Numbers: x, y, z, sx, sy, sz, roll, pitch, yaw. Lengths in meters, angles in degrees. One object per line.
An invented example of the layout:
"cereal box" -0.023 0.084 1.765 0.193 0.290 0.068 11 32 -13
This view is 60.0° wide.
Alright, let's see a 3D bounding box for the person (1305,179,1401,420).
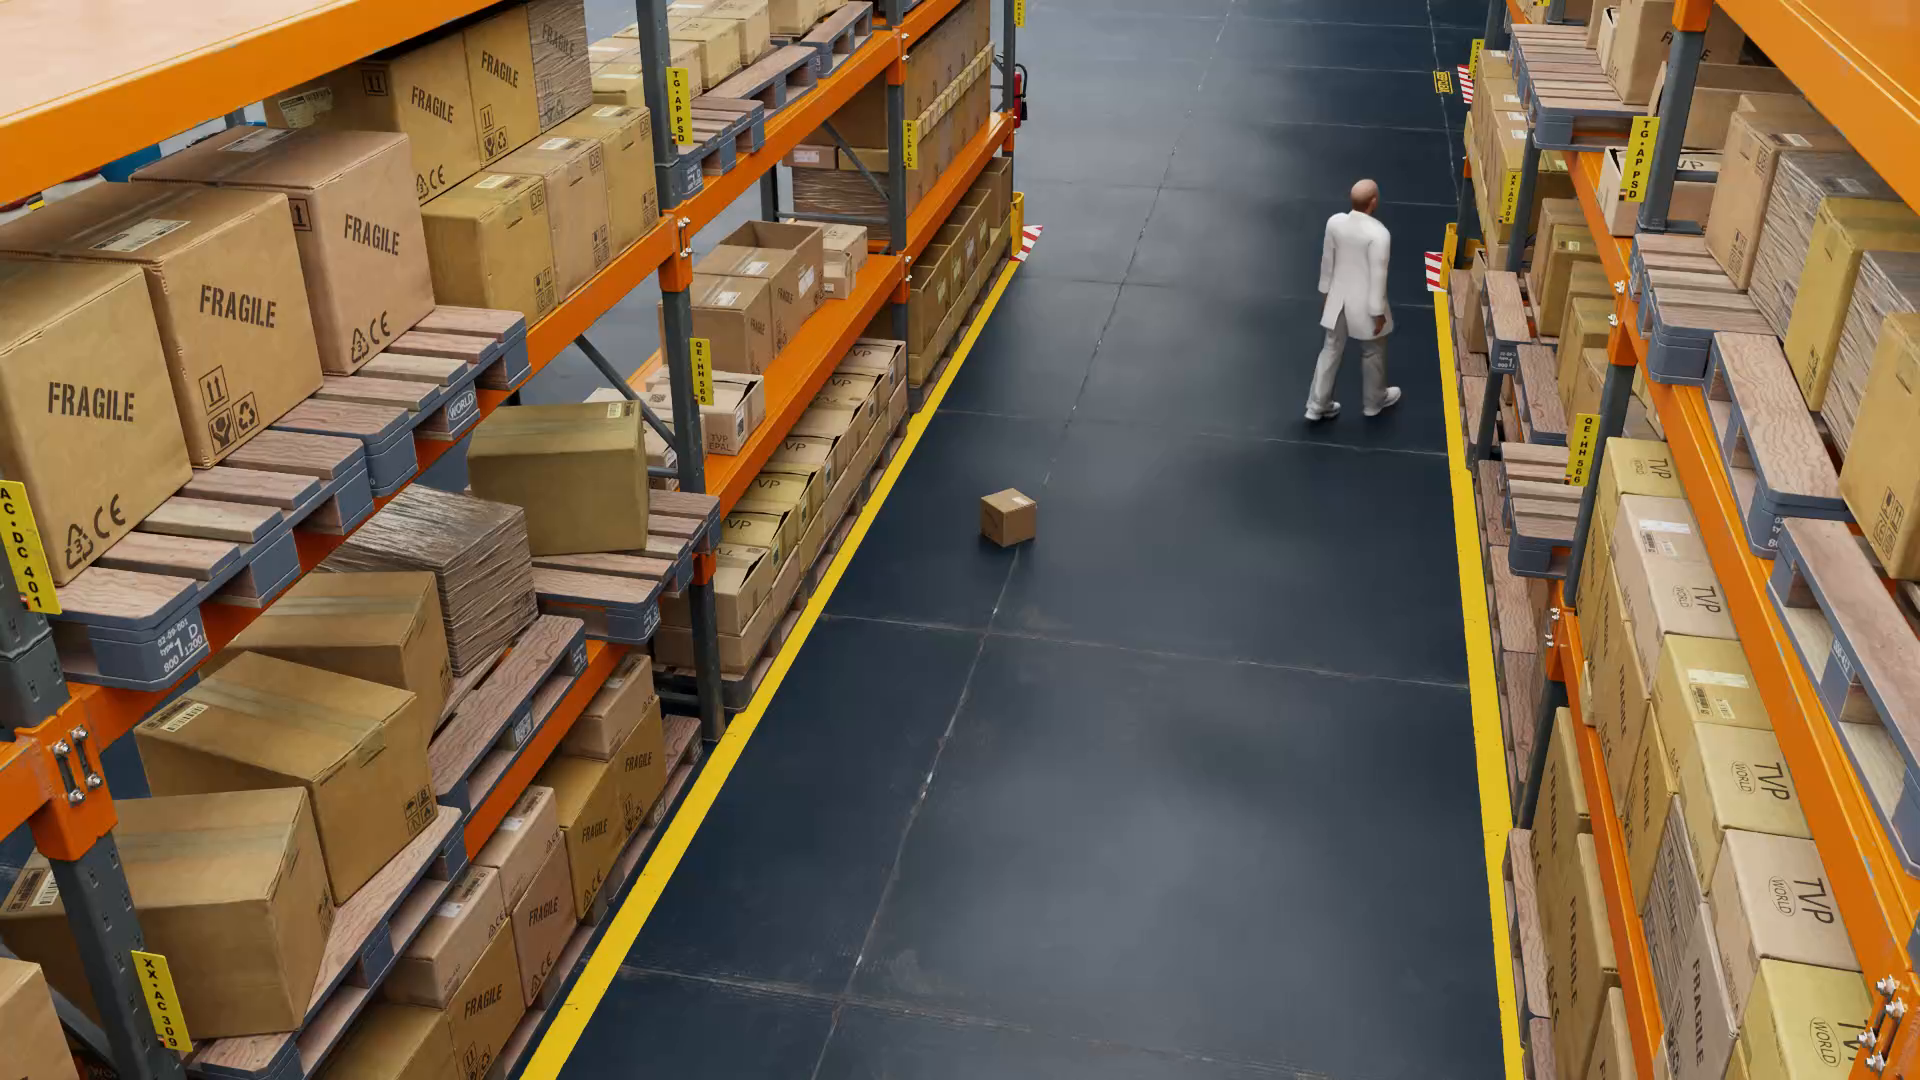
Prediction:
"person" 2.853 -1.722 11.818 0.812 1.769 0.614 -24 36 -36
